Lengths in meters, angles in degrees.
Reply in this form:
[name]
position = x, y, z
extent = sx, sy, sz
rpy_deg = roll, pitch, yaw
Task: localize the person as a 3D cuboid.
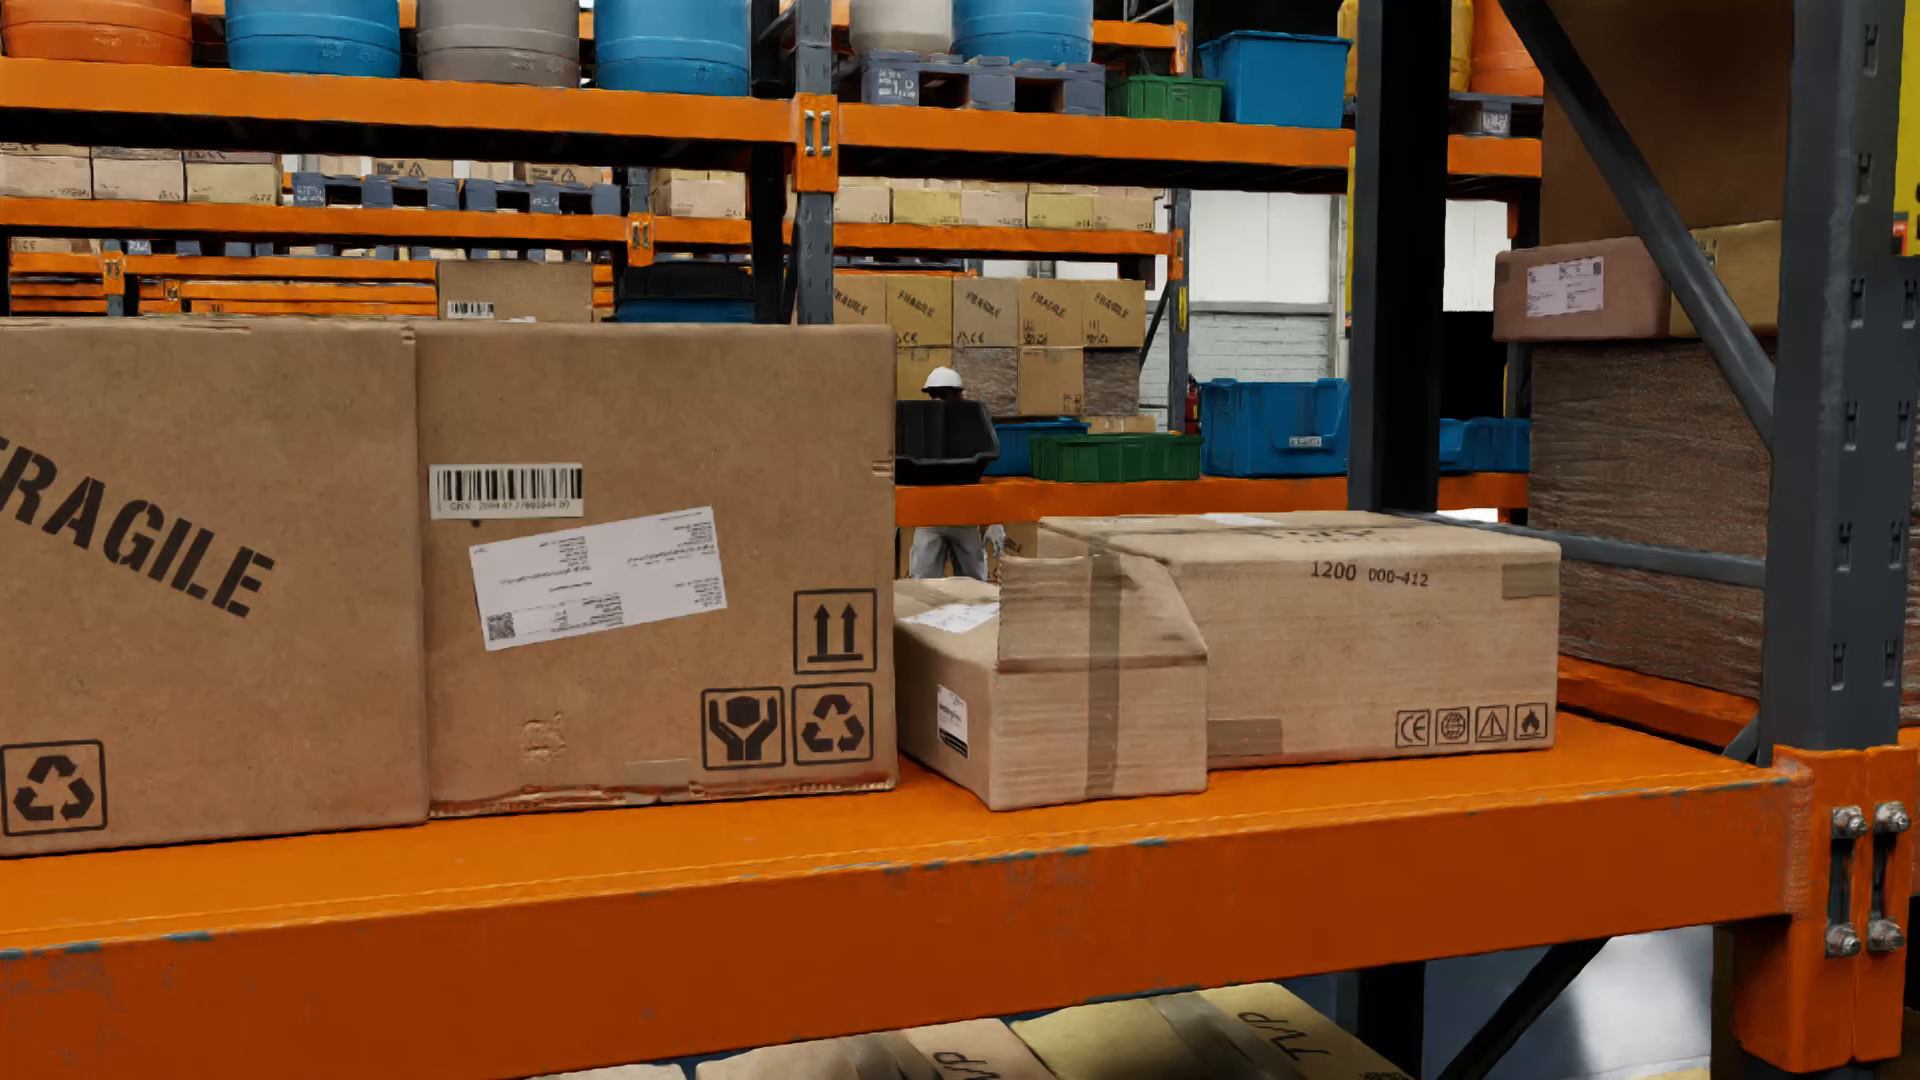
[person]
position = -0.080, -0.068, 9.282
extent = 0.667, 1.788, 0.598
rpy_deg = 1, 6, 10
